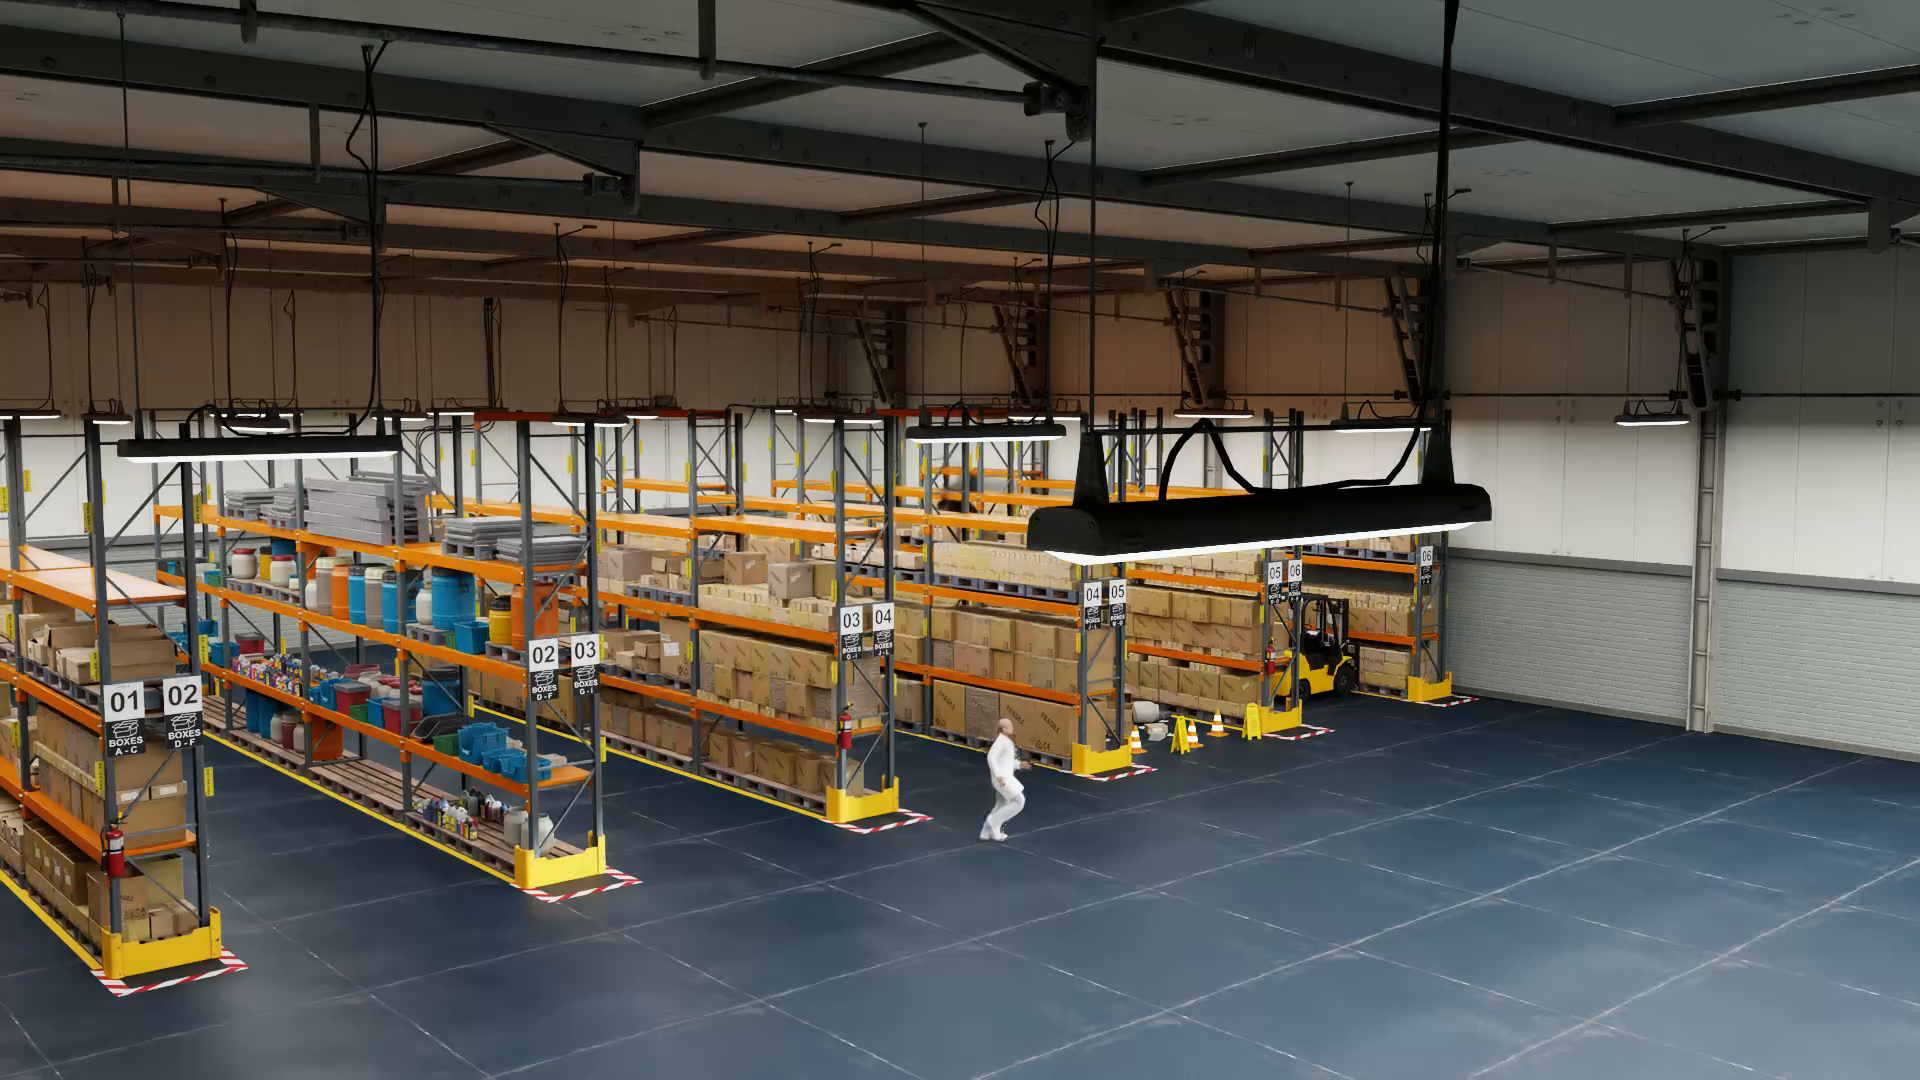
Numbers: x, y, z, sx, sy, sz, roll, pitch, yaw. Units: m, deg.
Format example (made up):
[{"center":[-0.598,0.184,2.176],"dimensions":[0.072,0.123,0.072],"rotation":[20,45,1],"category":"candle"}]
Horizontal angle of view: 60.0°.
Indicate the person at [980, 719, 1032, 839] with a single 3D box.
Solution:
[{"center":[0.658,3.390,23.553],"dimensions":[0.743,1.733,0.691],"rotation":[0,5,-1],"category":"person"}]
